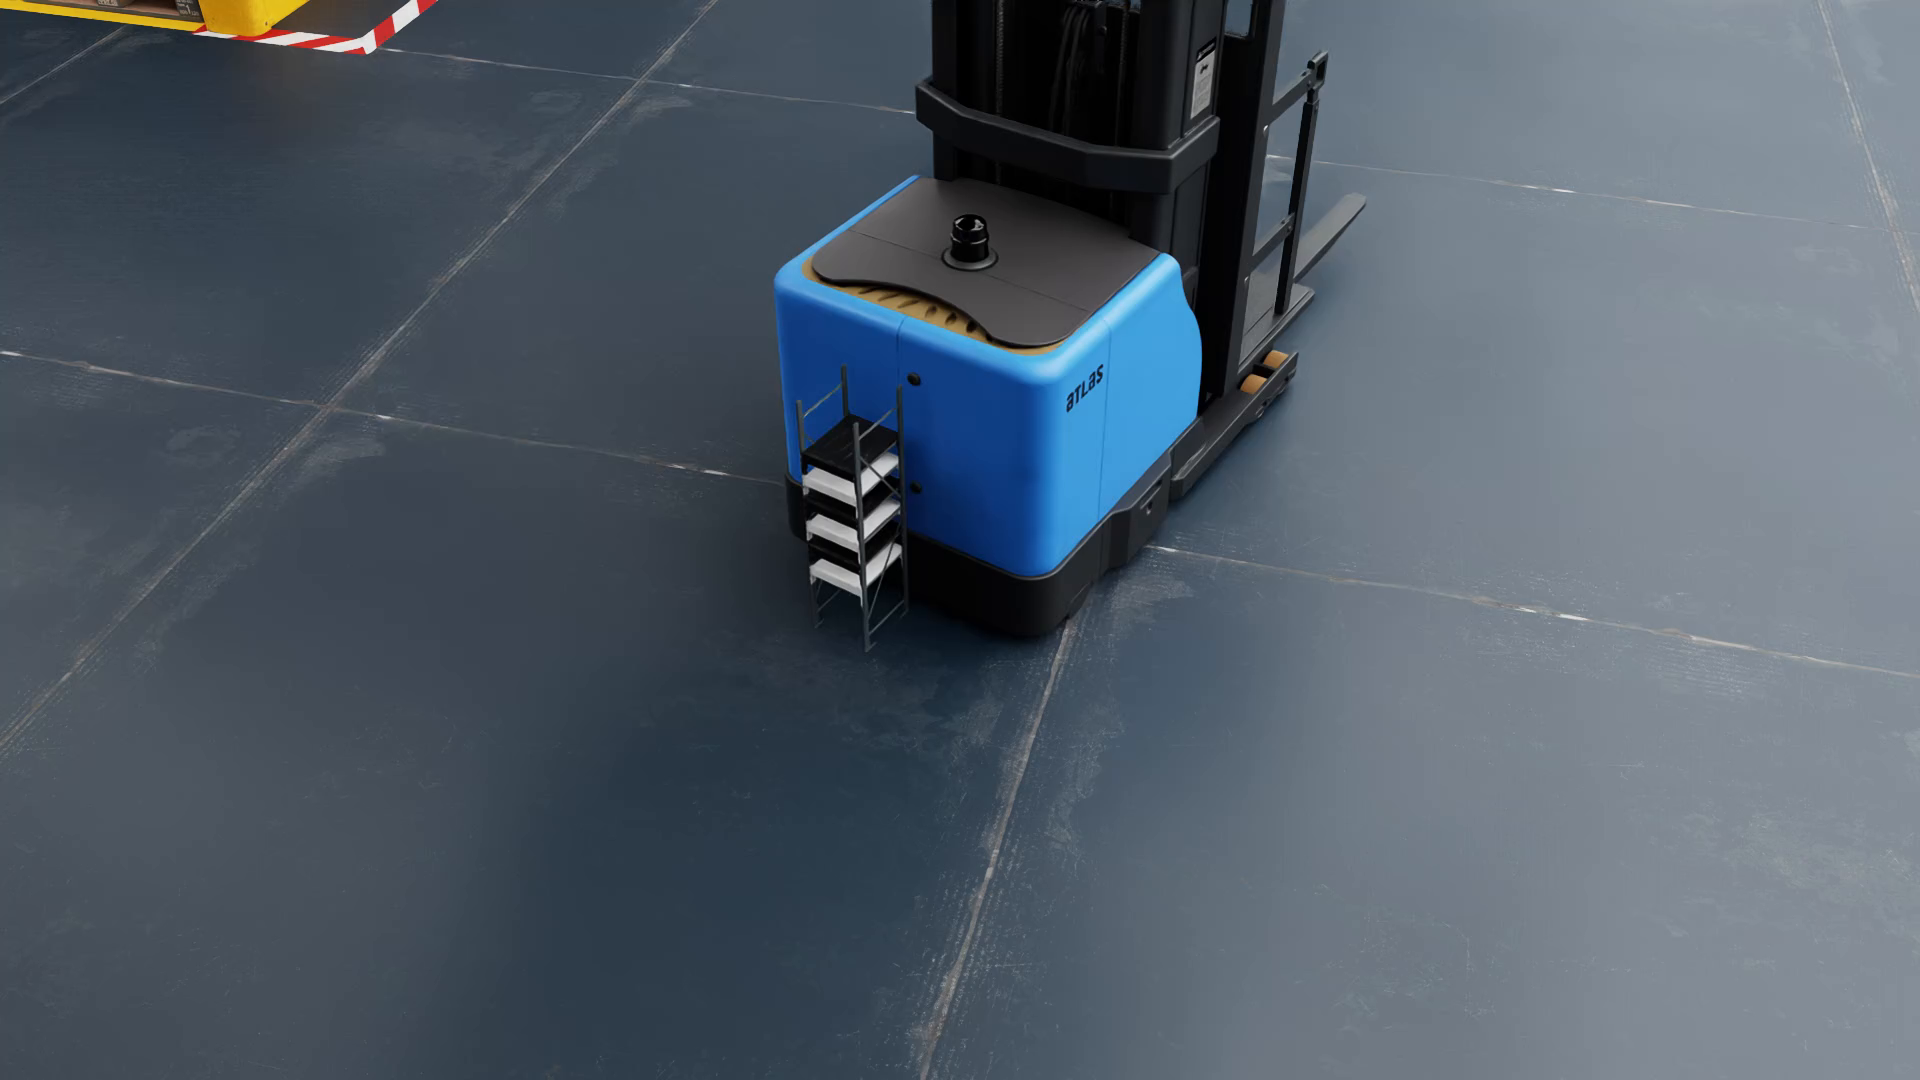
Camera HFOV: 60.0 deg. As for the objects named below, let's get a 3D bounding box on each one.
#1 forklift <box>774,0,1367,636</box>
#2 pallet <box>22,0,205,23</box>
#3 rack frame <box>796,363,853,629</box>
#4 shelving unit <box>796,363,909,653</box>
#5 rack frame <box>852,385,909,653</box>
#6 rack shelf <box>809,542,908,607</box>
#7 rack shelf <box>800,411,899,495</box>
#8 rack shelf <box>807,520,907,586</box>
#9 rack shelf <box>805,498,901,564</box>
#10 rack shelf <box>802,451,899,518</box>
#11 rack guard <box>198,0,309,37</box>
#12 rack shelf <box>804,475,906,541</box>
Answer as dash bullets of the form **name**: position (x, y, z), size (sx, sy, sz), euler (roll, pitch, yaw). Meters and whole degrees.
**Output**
- **forklift**: position (0.642, -1.734, 5.535), size (1.130, 2.935, 3.031), euler (23, 45, 25)
- **pallet**: position (-4.589, -3.321, 9.541), size (1.213, 0.211, 1.003), euler (10, 41, 11)
- **rack frame**: position (-0.407, -0.120, 5.192), size (0.006, 0.900, 0.240), euler (23, 45, 25)
- **shelving unit**: position (-0.322, -0.084, 5.149), size (0.210, 0.900, 0.258), euler (23, 45, 25)
- **rack frame**: position (-0.237, -0.048, 5.106), size (0.006, 0.900, 0.240), euler (23, 45, 25)
- **rack shelf**: position (-0.322, 0.079, 5.287), size (0.200, 0.077, 0.258), euler (23, 45, 25)
- **rack shelf**: position (-0.323, -0.264, 4.996), size (0.200, 0.077, 0.258), euler (23, 45, 25)
- **rack shelf**: position (-0.322, 0.010, 5.229), size (0.200, 0.077, 0.258), euler (23, 45, 25)
- **rack shelf**: position (-0.322, -0.058, 5.171), size (0.200, 0.077, 0.258), euler (23, 45, 25)
- **rack shelf**: position (-0.323, -0.196, 5.054), size (0.200, 0.077, 0.258), euler (23, 45, 25)
- **rack guard**: position (-3.806, -3.294, 9.283), size (0.348, 0.500, 1.175), euler (10, 41, 11)
- **rack shelf**: position (-0.322, -0.127, 5.113), size (0.200, 0.077, 0.258), euler (23, 45, 25)
